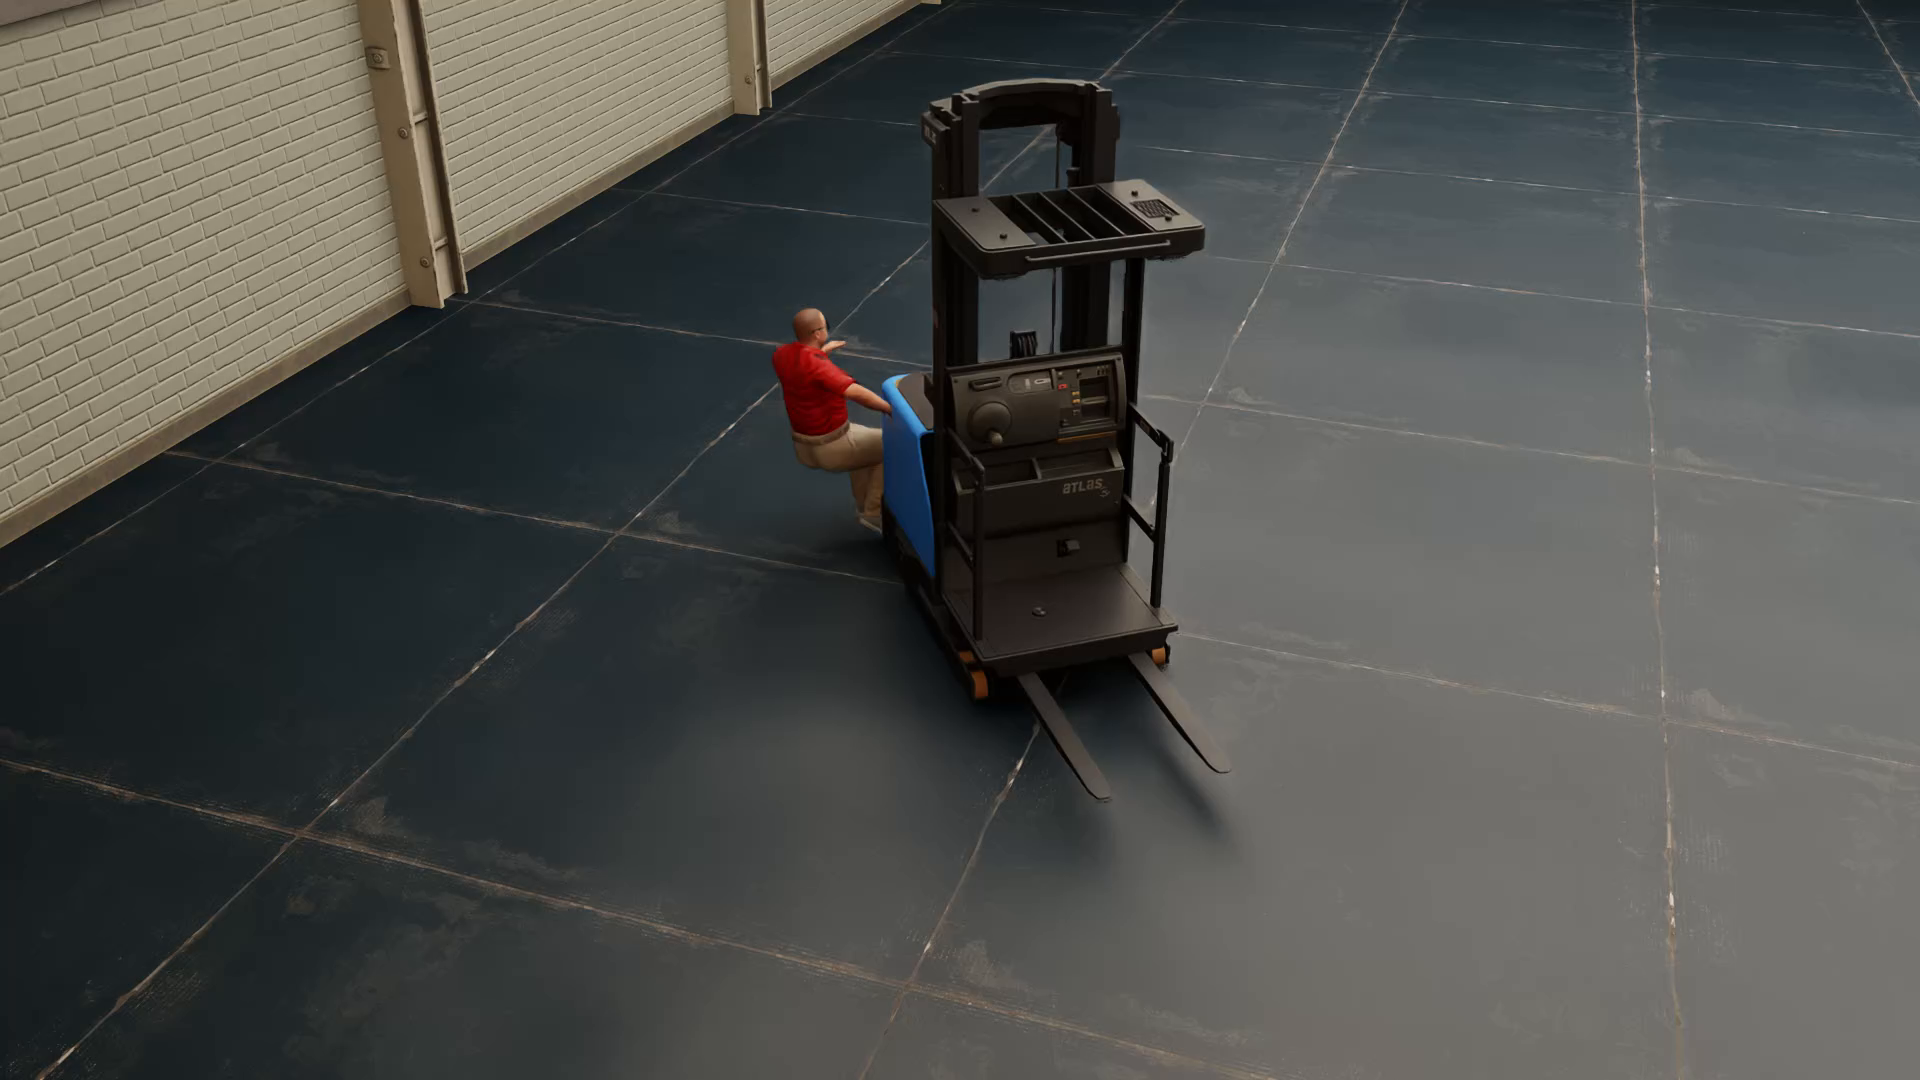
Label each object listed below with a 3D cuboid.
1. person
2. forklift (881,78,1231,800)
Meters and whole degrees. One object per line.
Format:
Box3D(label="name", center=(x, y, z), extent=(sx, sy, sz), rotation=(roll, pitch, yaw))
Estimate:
Box3D(label="person", center=(-0.635, -0.718, 9.855), extent=(0.968, 1.491, 0.846), rotation=(23, 37, 34))
Box3D(label="forklift", center=(0.475, -0.663, 8.300), extent=(1.130, 2.935, 3.031), rotation=(-9, 31, -16))
